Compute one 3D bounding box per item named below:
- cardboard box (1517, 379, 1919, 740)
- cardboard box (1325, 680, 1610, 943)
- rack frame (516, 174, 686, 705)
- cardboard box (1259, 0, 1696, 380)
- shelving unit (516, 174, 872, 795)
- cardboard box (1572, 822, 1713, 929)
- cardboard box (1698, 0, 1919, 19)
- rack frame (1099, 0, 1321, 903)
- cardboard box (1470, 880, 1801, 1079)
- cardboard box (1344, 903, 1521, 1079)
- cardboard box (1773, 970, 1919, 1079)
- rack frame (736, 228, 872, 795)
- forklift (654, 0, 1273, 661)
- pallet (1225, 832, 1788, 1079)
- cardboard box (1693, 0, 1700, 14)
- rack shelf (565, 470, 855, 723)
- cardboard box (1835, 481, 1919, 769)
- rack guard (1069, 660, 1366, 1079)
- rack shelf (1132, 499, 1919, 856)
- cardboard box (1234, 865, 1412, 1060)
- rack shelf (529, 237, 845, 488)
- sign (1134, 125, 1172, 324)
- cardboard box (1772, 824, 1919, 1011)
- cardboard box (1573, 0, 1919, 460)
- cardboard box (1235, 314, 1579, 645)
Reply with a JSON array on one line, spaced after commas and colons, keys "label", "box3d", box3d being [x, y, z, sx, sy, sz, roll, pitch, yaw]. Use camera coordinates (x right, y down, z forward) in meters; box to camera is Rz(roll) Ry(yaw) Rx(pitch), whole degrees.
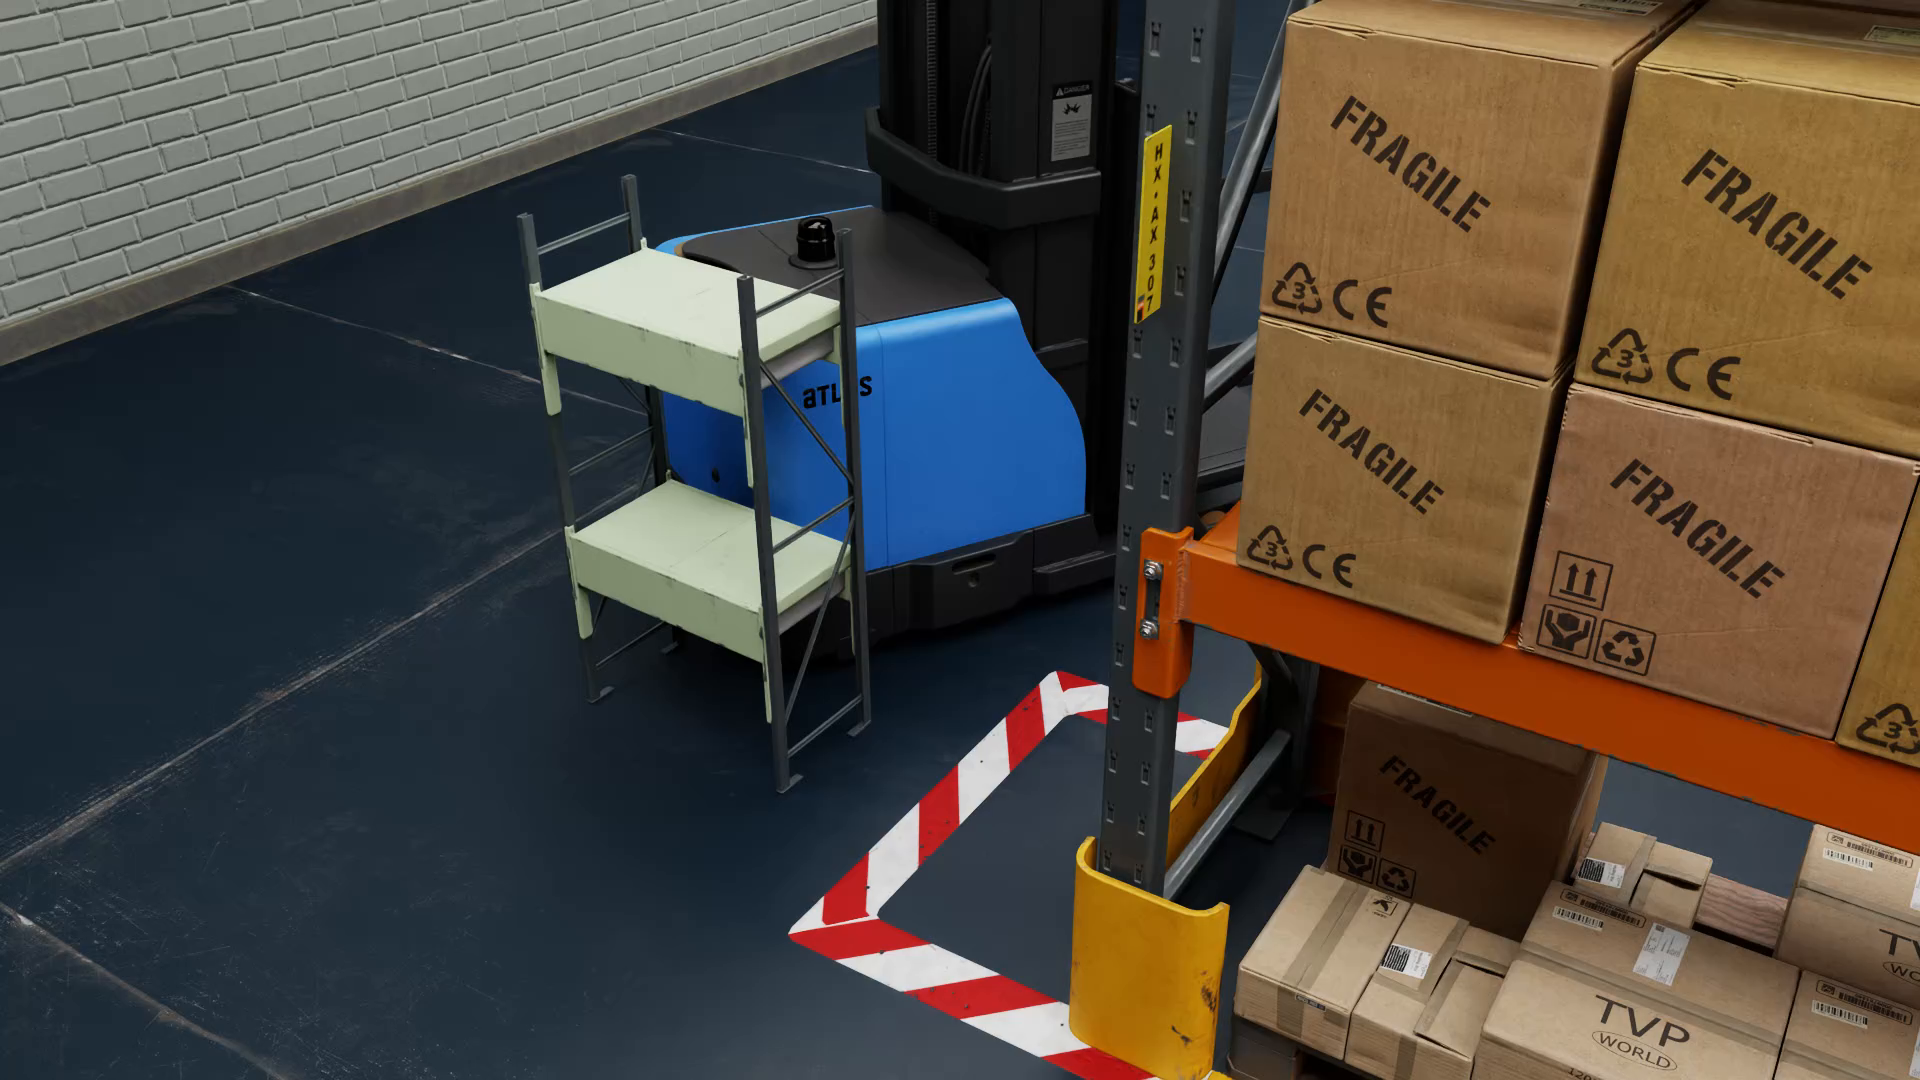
[{"label": "cardboard box", "box3d": [1.293, -0.068, 2.791, 0.500, 0.500, 0.500, 17, 34, 27]}, {"label": "cardboard box", "box3d": [1.209, 0.538, 3.895, 0.500, 0.500, 0.500, 18, 35, 27]}, {"label": "rack frame", "box3d": [-0.984, -0.245, 4.678, 0.023, 1.500, 0.400, 19, 36, 30]}, {"label": "cardboard box", "box3d": [0.854, -0.636, 2.772, 0.500, 0.500, 0.500, 19, 35, 29]}, {"label": "shelving unit", "box3d": [-0.684, -0.140, 4.497, 0.755, 1.500, 0.431, 19, 36, 30]}, {"label": "cardboard box", "box3d": [1.505, 0.829, 3.727, 0.250, 0.166, 0.380, 18, 35, 27]}, {"label": "cardboard box", "box3d": [1.569, -0.730, 2.934, 0.500, 0.500, 0.500, 19, 35, 29]}, {"label": "rack frame", "box3d": [0.618, -0.392, 3.446, 0.127, 3.000, 1.000, 18, 35, 27]}, {"label": "cardboard box", "box3d": [1.351, 1.006, 3.341, 0.500, 0.250, 0.500, 18, 35, 27]}, {"label": "cardboard box", "box3d": [1.002, 0.967, 3.490, 0.250, 0.166, 0.380, 18, 35, 27]}, {"label": "cardboard box", "box3d": [1.775, 1.140, 3.111, 0.500, 0.250, 0.500, 18, 35, 27]}, {"label": "rack frame", "box3d": [-0.384, -0.034, 4.316, 0.023, 1.500, 0.400, 19, 36, 30]}, {"label": "forklift", "box3d": [0.556, -1.414, 5.266, 3.031, 2.935, 1.130, -15, 33, -24]}, {"label": "pallet", "box3d": [1.358, 1.046, 3.748, 1.213, 0.211, 1.003, 18, 35, 27]}, {"label": "cardboard box", "box3d": [1.141, -0.865, 3.165, 0.500, 0.500, 0.500, 17, 34, 27]}, {"label": "rack shelf", "box3d": [-0.683, 0.141, 4.663, 0.720, 0.370, 0.431, 19, 36, 30]}, {"label": "cardboard box", "box3d": [1.717, 0.068, 2.558, 0.500, 0.500, 0.500, 17, 35, 27]}, {"label": "rack guard", "box3d": [0.682, 0.708, 4.041, 0.348, 0.500, 1.175, 18, 35, 27]}, {"label": "rack shelf", "box3d": [2.312, 0.454, 2.709, 4.000, 0.370, 1.077, 18, 35, 27]}, {"label": "cardboard box", "box3d": [0.790, 0.908, 3.610, 0.250, 0.149, 0.380, 18, 35, 27]}, {"label": "rack shelf", "box3d": [-0.686, -0.475, 4.298, 0.720, 0.370, 0.431, 19, 36, 30]}, {"label": "sign", "box3d": [0.330, -0.535, 2.831, 0.005, 0.325, 0.100, 18, 35, 27]}, {"label": "cardboard box", "box3d": [1.998, 0.913, 3.500, 0.500, 0.250, 0.500, 18, 35, 27]}, {"label": "cardboard box", "box3d": [1.300, -0.499, 2.537, 0.500, 0.500, 0.500, 18, 35, 28]}, {"label": "cardboard box", "box3d": [0.854, -0.204, 3.024, 0.500, 0.500, 0.500, 18, 35, 28]}]
